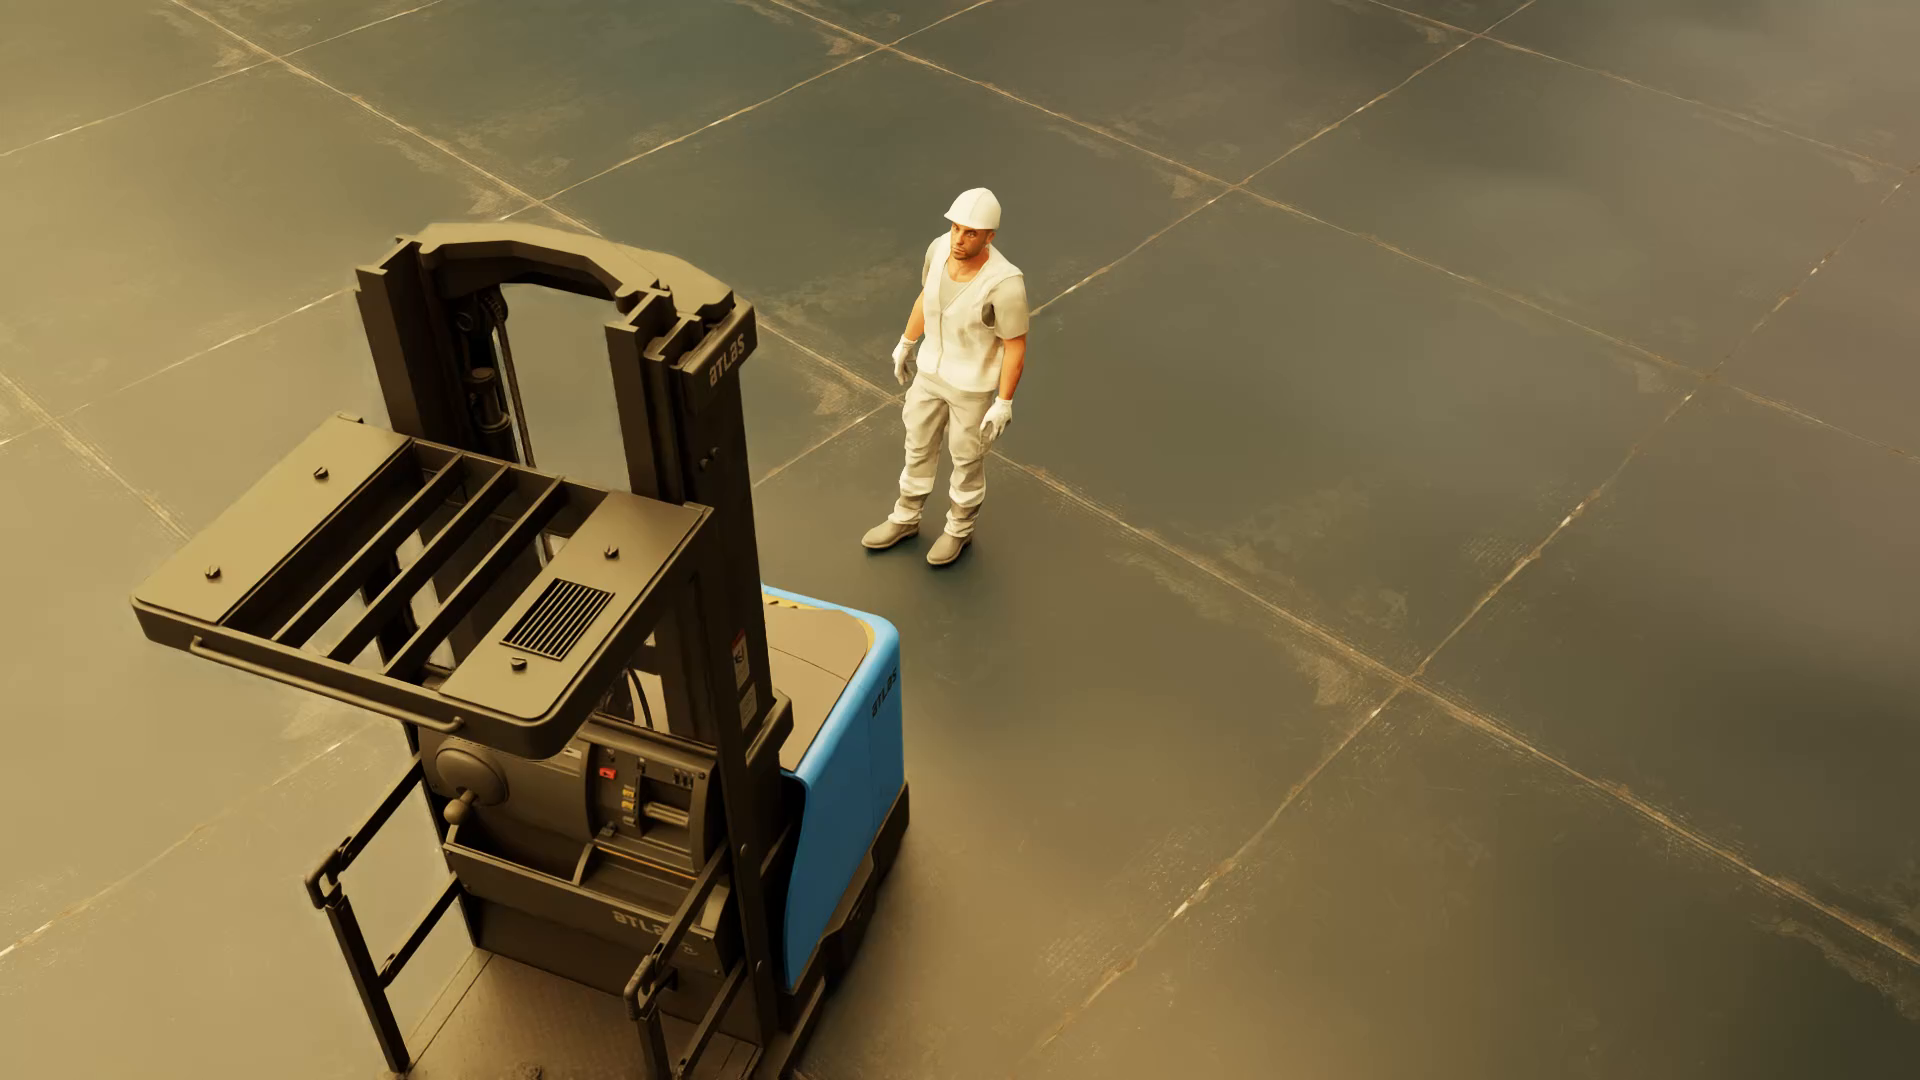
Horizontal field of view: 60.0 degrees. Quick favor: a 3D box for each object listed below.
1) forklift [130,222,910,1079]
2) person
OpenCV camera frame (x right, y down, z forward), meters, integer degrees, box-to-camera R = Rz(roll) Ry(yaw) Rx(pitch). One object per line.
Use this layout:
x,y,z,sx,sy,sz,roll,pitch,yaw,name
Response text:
-1.196,0.762,4.540,1.130,2.935,3.031,14,43,16,forklift
-0.064,-0.651,7.053,0.637,1.790,0.562,31,49,31,person
